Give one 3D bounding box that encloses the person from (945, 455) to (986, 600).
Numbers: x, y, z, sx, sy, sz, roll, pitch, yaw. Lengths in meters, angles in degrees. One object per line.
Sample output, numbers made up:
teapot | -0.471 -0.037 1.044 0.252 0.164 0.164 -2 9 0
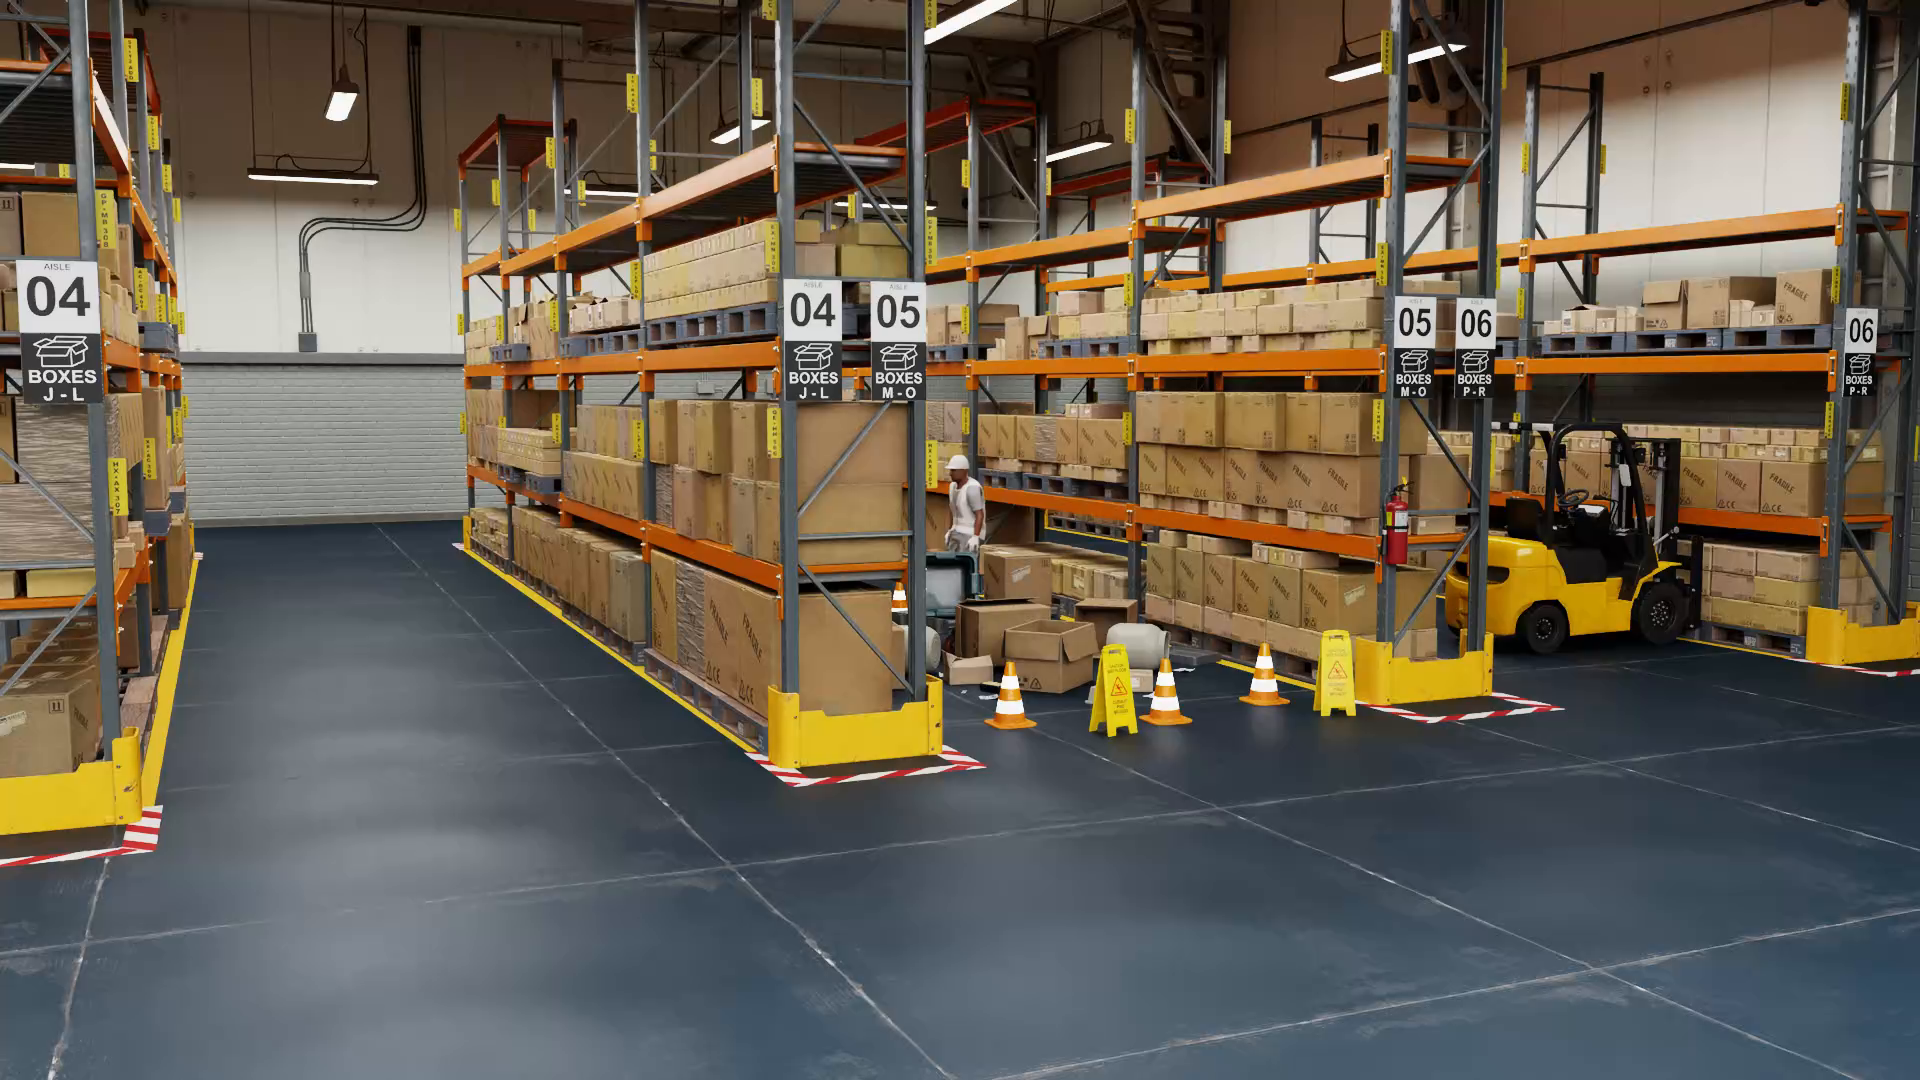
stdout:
person | 0.031 -0.028 17.855 0.450 1.772 0.619 -3 6 -28
